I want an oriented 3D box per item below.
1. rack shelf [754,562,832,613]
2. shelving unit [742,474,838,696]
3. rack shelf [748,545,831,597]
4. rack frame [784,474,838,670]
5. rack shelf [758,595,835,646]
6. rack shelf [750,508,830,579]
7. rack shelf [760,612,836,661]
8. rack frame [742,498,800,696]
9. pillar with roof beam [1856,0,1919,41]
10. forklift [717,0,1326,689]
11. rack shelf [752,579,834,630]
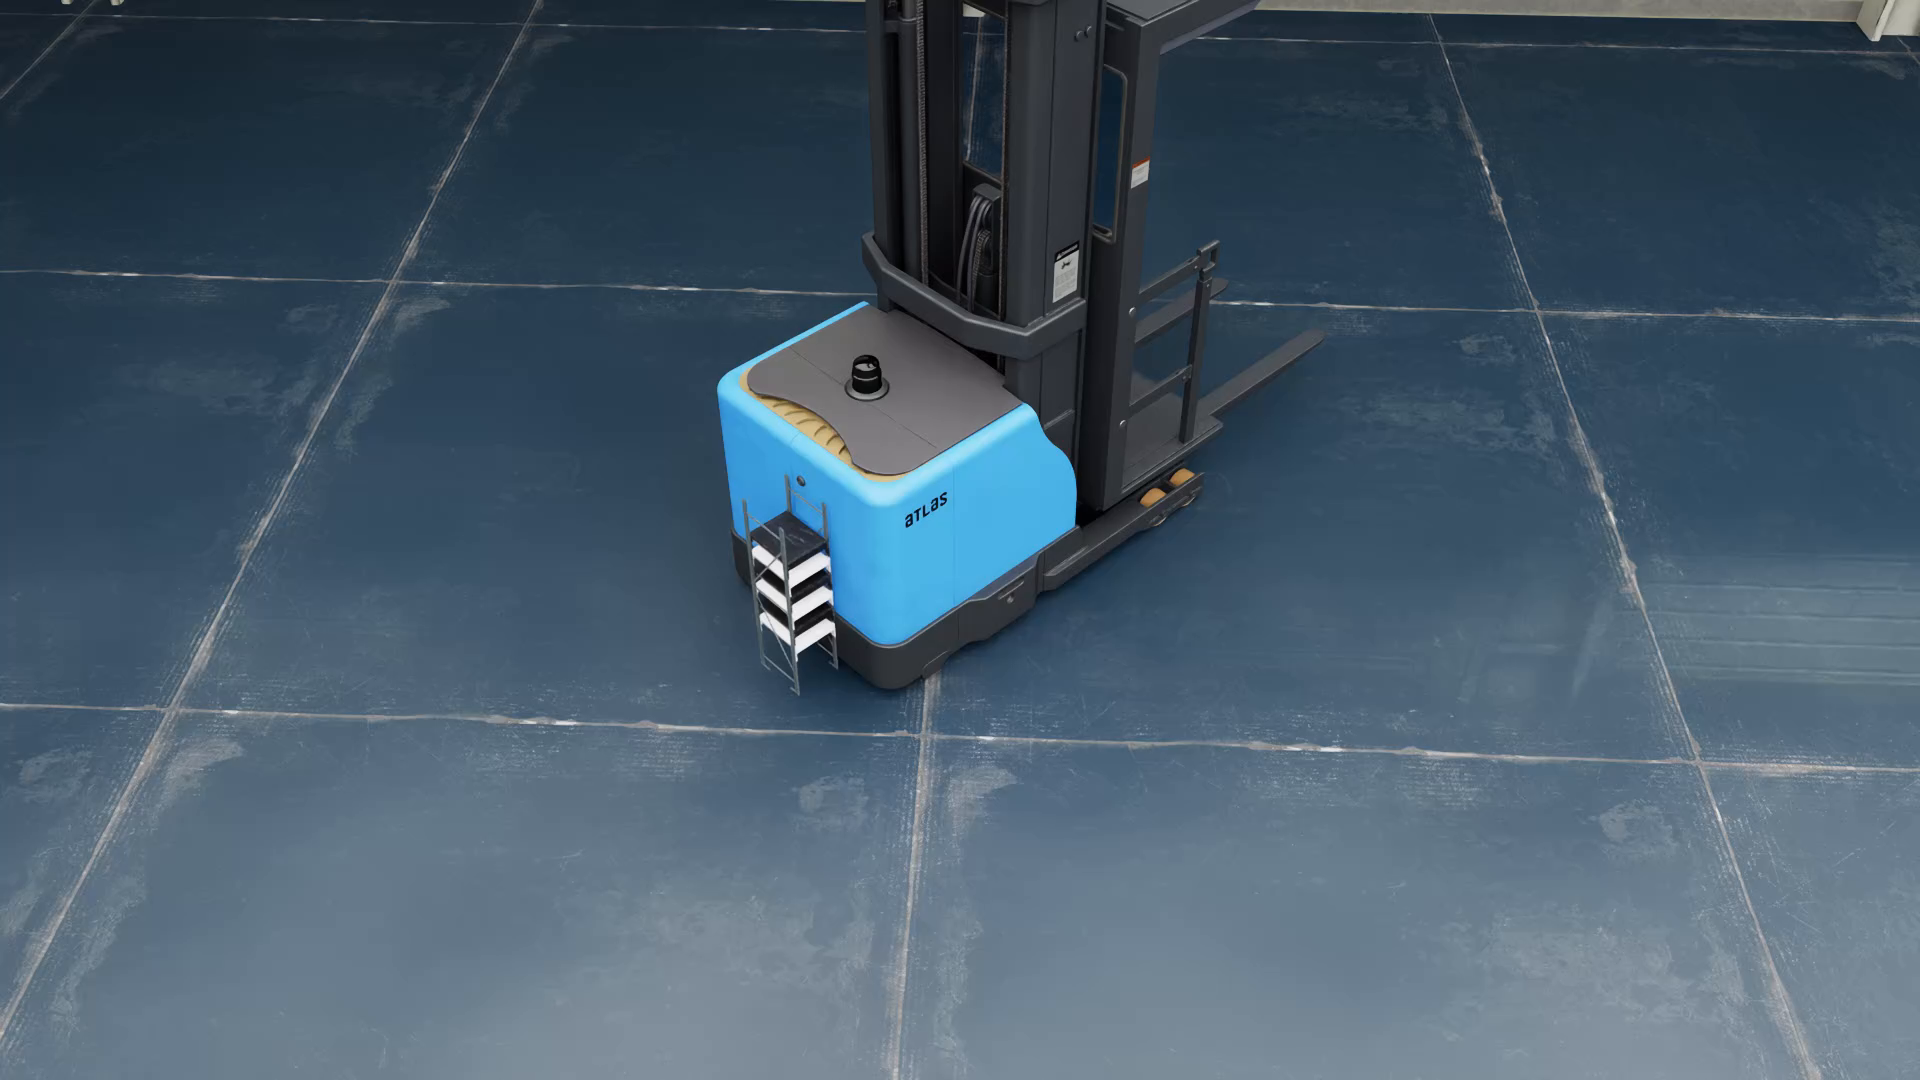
[{"bbox_3d":[-0.653,0.145,6.437,0.200,0.077,0.258,-33,52,-30],"label":"rack shelf"},{"bbox_3d":[-0.653,0.186,6.475,0.210,0.900,0.258,-33,52,-30],"label":"shelving unit"},{"bbox_3d":[-0.653,0.079,6.375,0.200,0.077,0.258,-33,52,-30],"label":"rack shelf"},{"bbox_3d":[-0.580,0.139,6.526,0.006,0.900,0.240,-33,52,-30],"label":"rack frame"},{"bbox_3d":[-0.653,0.277,6.559,0.200,0.077,0.258,-33,52,-30],"label":"rack shelf"},{"bbox_3d":[-0.653,0.013,6.314,0.200,0.077,0.258,-33,52,-30],"label":"rack shelf"},{"bbox_3d":[-0.653,0.342,6.621,0.200,0.077,0.258,-33,52,-30],"label":"rack shelf"},{"bbox_3d":[-0.727,0.234,6.424,0.006,0.900,0.240,-33,52,-30],"label":"rack frame"},{"bbox_3d":[5.938,-3.710,4.716,0.400,9.000,9.100,2,43,2],"label":"pillar with roof beam"},{"bbox_3d":[0.456,-1.368,6.653,3.031,2.935,1.130,-33,52,-30],"label":"forklift"},{"bbox_3d":[-0.653,0.211,6.498,0.200,0.077,0.258,-33,52,-30],"label":"rack shelf"}]
